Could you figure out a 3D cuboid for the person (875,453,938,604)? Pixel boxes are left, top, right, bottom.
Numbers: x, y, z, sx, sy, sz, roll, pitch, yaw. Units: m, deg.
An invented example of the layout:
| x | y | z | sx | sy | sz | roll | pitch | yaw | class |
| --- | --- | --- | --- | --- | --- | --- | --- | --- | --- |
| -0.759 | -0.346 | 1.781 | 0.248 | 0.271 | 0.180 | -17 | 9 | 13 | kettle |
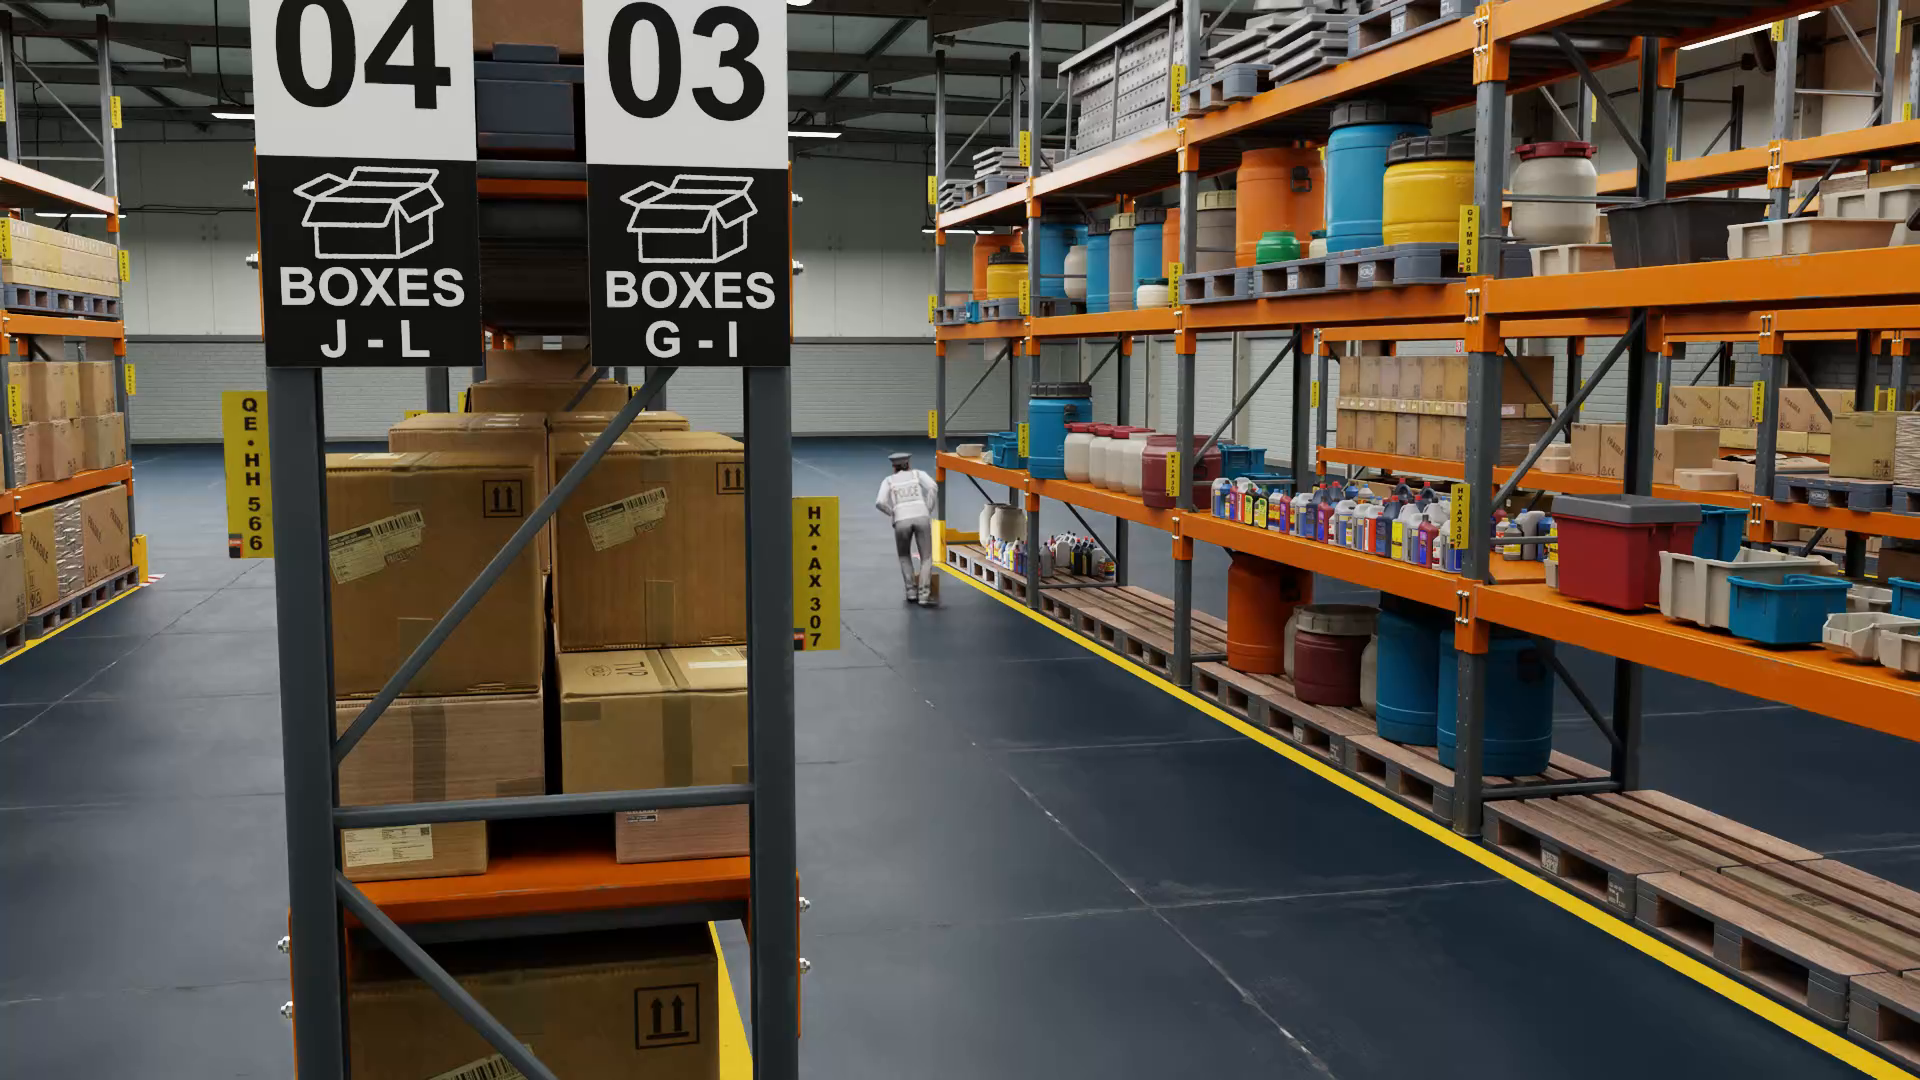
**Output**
| x | y | z | sx | sy | sz | roll | pitch | yaw | class |
| --- | --- | --- | --- | --- | --- | --- | --- | --- | --- |
| -0.532 | -0.114 | 16.630 | 0.629 | 1.483 | 0.814 | 0 | 6 | -1 | person |
